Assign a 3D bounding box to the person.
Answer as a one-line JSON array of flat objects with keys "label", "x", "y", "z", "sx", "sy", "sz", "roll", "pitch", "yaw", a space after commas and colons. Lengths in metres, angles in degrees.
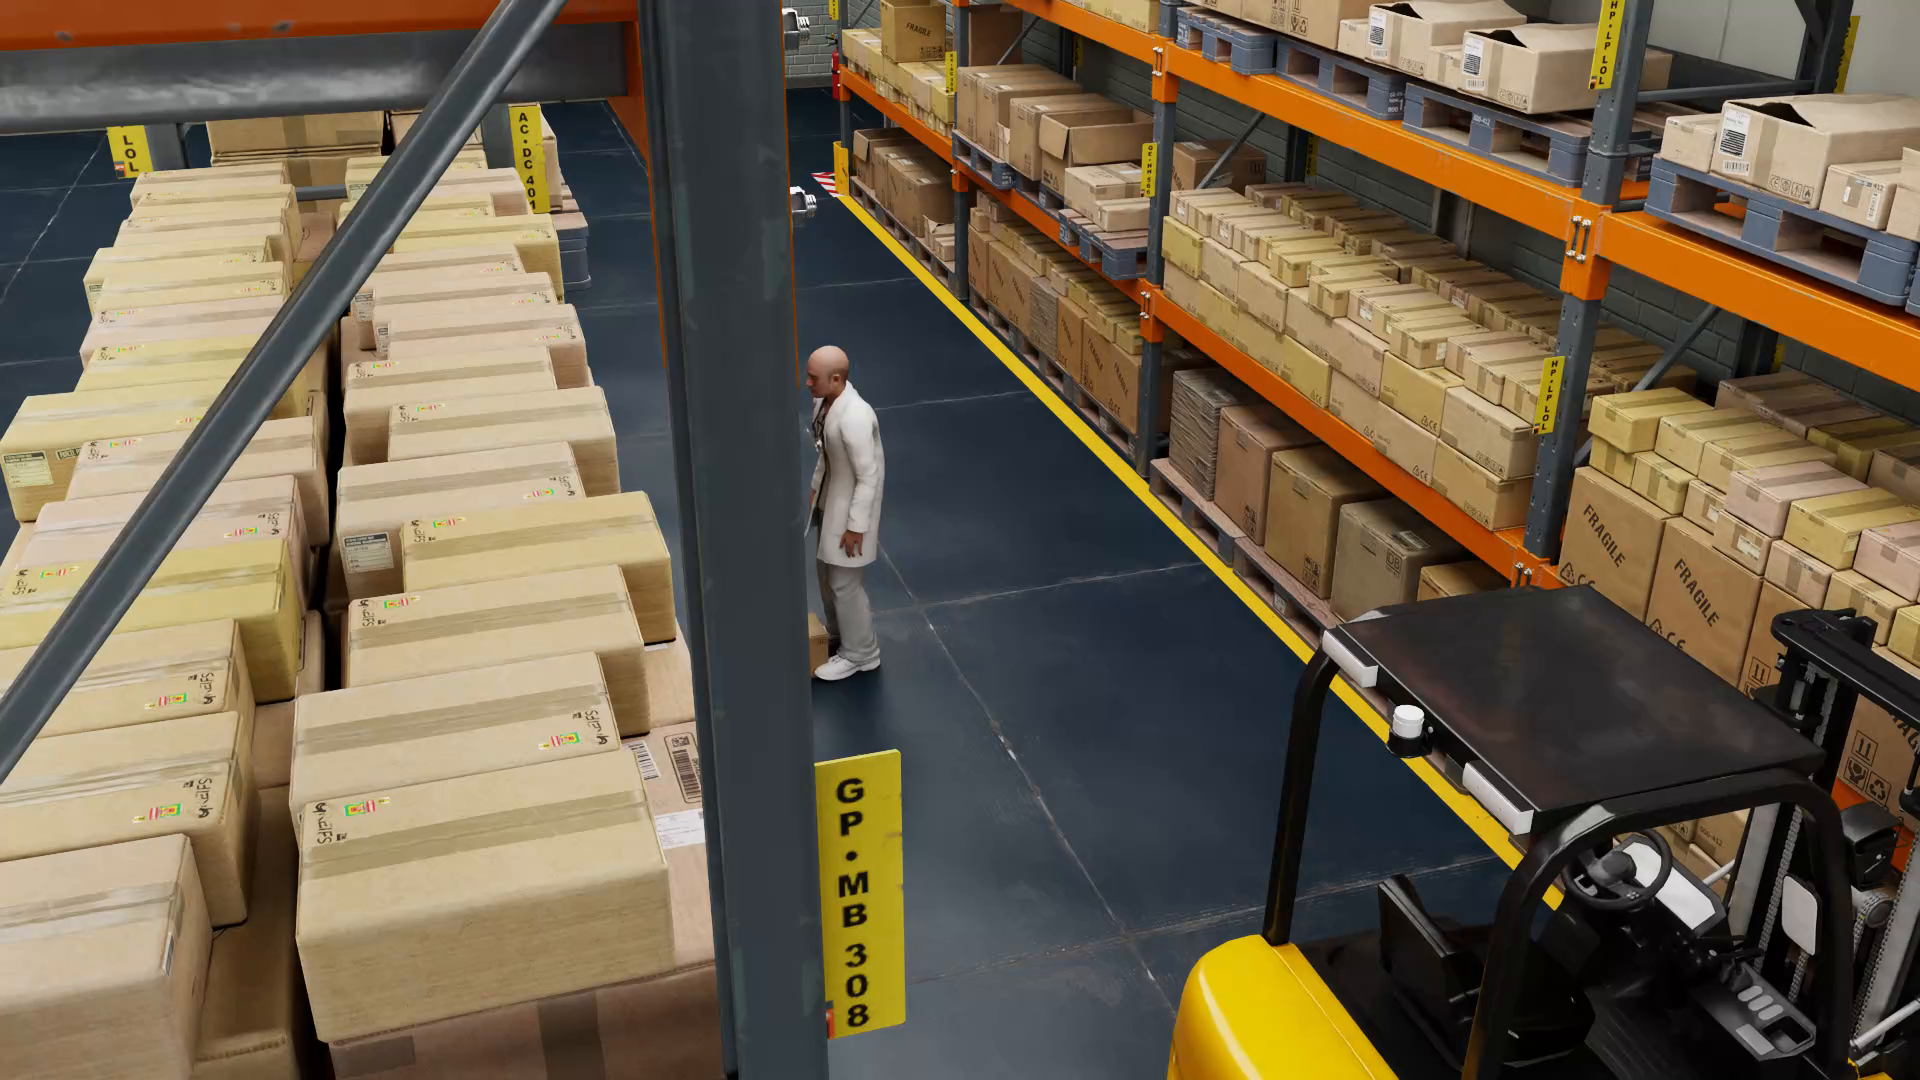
[{"label": "person", "x": -0.602, "y": -0.151, "z": 8.440, "sx": 0.426, "sy": 1.773, "sz": 0.652, "roll": -10, "pitch": 28, "yaw": -19}]
